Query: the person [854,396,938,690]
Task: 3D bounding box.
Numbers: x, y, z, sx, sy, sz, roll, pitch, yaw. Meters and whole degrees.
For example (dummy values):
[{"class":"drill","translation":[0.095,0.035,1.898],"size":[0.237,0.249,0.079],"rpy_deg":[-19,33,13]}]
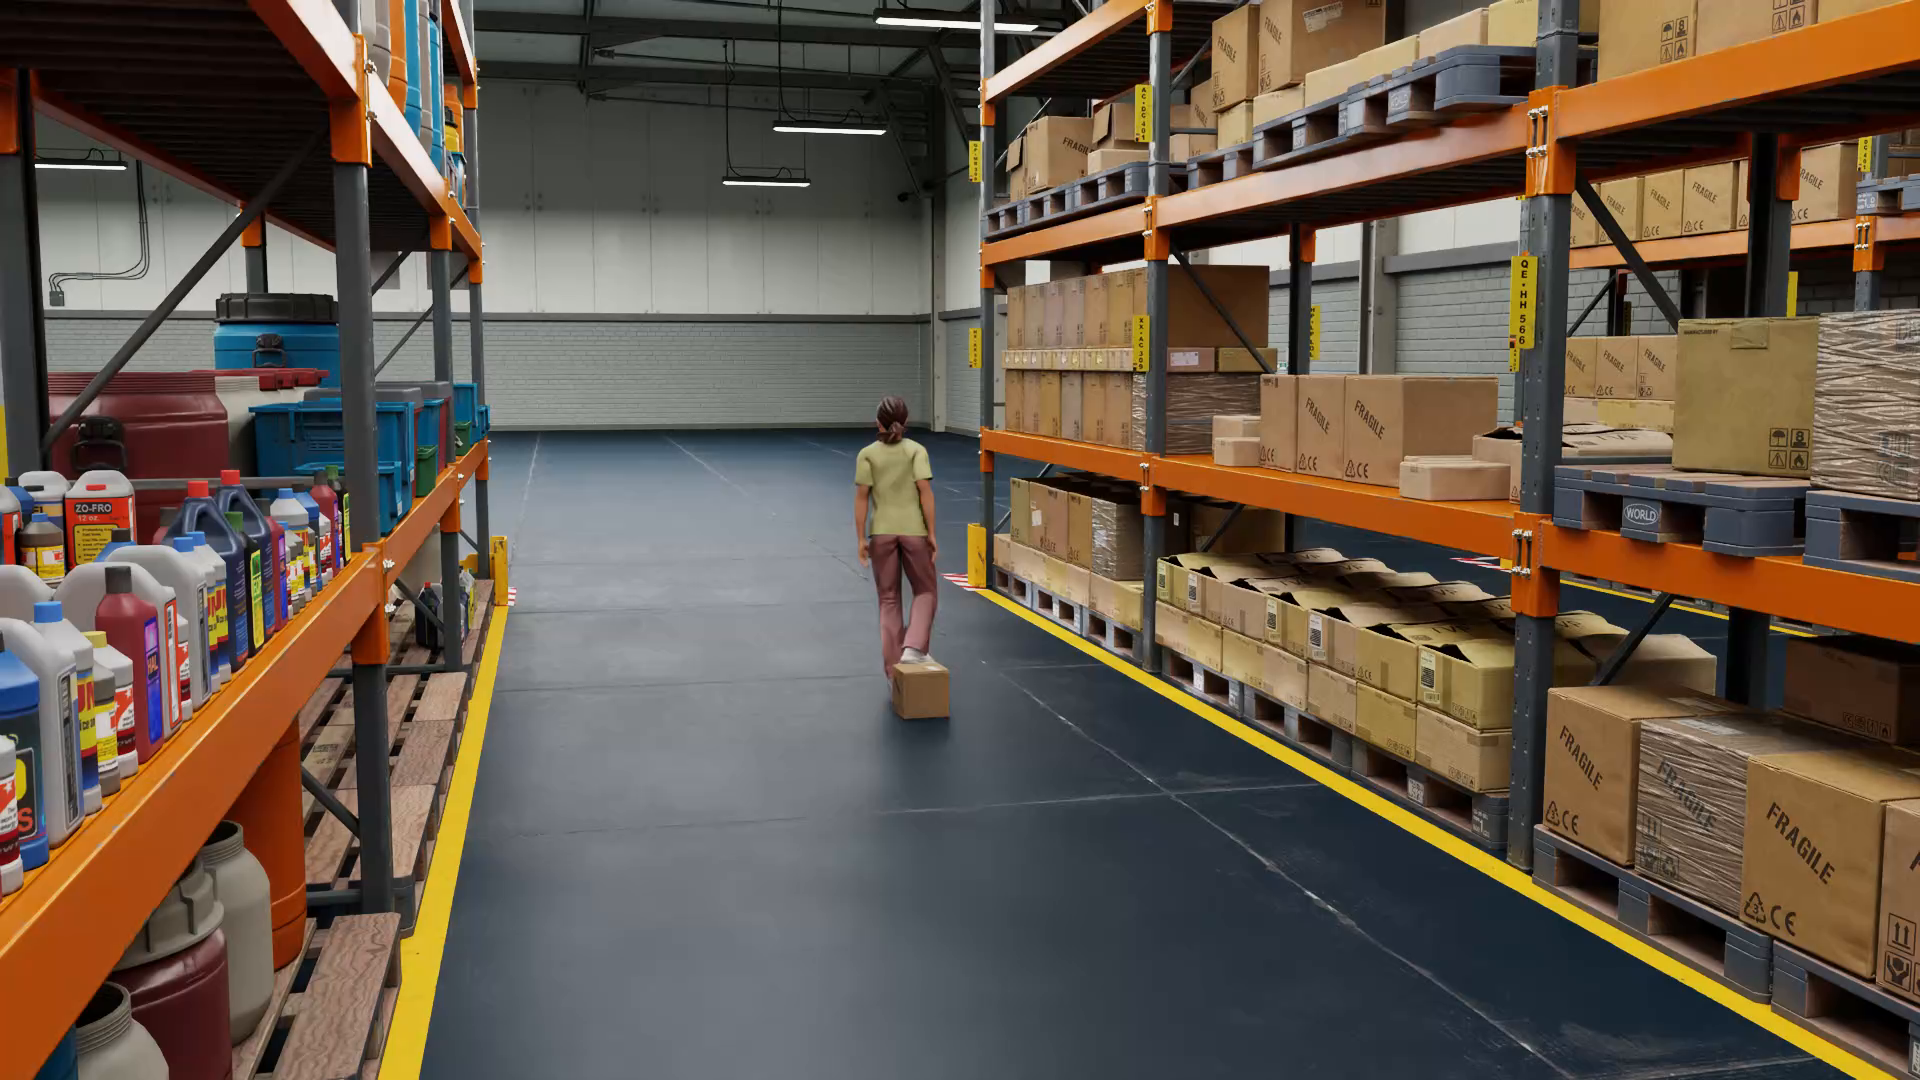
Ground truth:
[{"class":"person","translation":[-0.347,0.019,9.412],"size":[0.513,1.661,0.479],"rpy_deg":[0,6,2]}]
